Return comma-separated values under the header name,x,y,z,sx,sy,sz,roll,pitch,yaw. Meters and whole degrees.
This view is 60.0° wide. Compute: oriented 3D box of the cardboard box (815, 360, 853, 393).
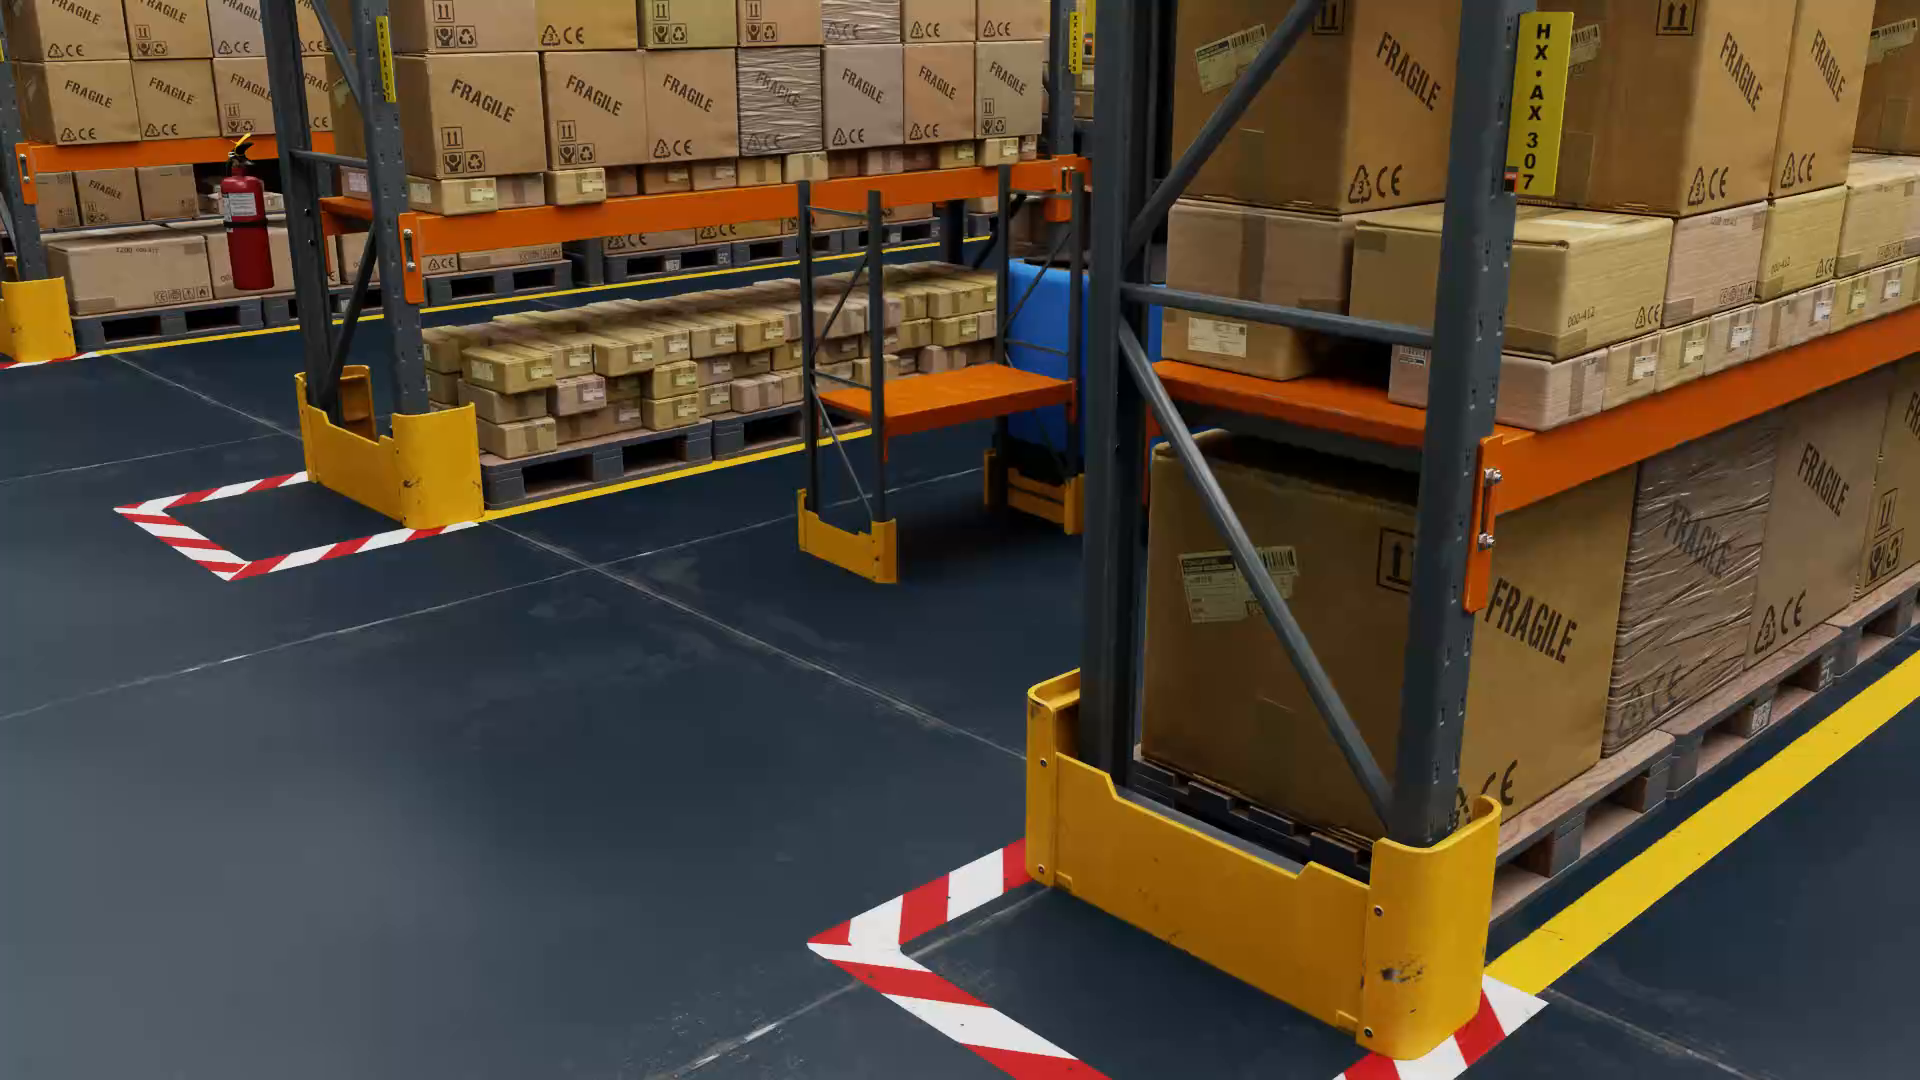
name,x,y,z,sx,sy,sz,roll,pitch,yaw
cardboard box,-0.779,-0.883,8.787,0.250,0.149,0.380,-16,24,-40

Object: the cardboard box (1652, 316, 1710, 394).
name,x,y,z,sx,sy,sz,roll,pitch,yaw
cardboard box,1.543,-0.469,3.975,0.250,0.149,0.380,-17,25,-42

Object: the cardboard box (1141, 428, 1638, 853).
name,x,y,z,sx,sy,sz,roll,pitch,yaw
cardboard box,1.097,0.179,4.332,0.875,0.875,0.875,-16,24,-41

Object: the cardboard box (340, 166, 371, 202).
name,x,y,z,sx,sy,sz,roll,pitch,yaw
cardboard box,-2.604,-1.624,7.537,0.250,0.149,0.380,-16,24,-41

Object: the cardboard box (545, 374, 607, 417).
name,x,y,z,sx,sy,sz,roll,pitch,yaw
cardboard box,-1.852,-0.695,7.724,0.250,0.149,0.380,-16,24,-41

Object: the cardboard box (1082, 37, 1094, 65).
name,x,y,z,sx,sy,sz,roll,pitch,yaw
cardboard box,0.862,-2.802,9.526,0.250,0.149,0.380,-15,23,-38

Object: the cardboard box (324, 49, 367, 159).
name,x,y,z,sx,sy,sz,roll,pitch,yaw
cardboard box,-2.497,-1.953,7.501,0.500,0.500,0.500,-16,24,-40

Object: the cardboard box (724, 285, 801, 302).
name,x,y,z,sx,sy,sz,roll,pitch,yaw
cardboard box,-1.080,-1.277,9.036,0.380,0.149,0.250,17,24,42

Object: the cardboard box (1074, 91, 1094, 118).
name,x,y,z,sx,sy,sz,roll,pitch,yaw
cardboard box,0.862,-2.519,9.618,0.380,0.149,0.250,16,24,41

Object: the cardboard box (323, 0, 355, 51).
name,x,y,z,sx,sy,sz,roll,pitch,yaw
cardboard box,-2.486,-2.429,7.346,0.500,0.500,0.500,-17,24,-42

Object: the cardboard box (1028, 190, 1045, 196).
name,x,y,z,sx,sy,sz,roll,pitch,yaw
cardboard box,0.639,-3.620,16.865,0.625,0.372,0.950,-17,24,-42

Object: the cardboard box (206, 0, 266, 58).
name,x,y,z,sx,sy,sz,roll,pitch,yaw
cardboard box,-4.838,-3.482,11.077,0.500,0.500,0.500,-16,24,-41

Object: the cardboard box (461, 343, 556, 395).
name,x,y,z,sx,sy,sz,roll,pitch,yaw
cardboard box,-2.033,-0.773,7.481,0.380,0.149,0.250,17,24,41

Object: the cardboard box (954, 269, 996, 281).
name,x,y,z,sx,sy,sz,roll,pitch,yaw
cardboard box,0.180,-1.452,9.575,0.250,0.149,0.380,-15,23,-39

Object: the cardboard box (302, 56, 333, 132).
name,x,y,z,sx,sy,sz,roll,pitch,yaw
cardboard box,-4.493,-3.111,11.554,0.500,0.500,0.500,-15,23,-39

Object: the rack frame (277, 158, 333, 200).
name,x,y,z,sx,sy,sz,roll,pitch,yaw
rack frame,-6.628,-4.658,16.488,0.127,3.000,1.000,-16,24,-41

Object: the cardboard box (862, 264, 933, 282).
name,x,y,z,sx,sy,sz,roll,pitch,yaw
cardboard box,-0.374,-1.514,9.767,0.250,0.149,0.380,-15,23,-38

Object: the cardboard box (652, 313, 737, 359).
name,x,y,z,sx,sy,sz,roll,pitch,yaw
cardboard box,-1.313,-1.010,8.215,0.250,0.149,0.380,-15,23,-39

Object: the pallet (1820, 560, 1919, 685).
name,x,y,z,sx,sy,sz,roll,pitch,yaw
pallet,2.987,0.144,6.197,1.213,0.211,1.003,-16,24,-41

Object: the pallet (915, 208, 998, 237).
name,x,y,z,sx,sy,sz,roll,pitch,yaw
pallet,0.260,-3.233,16.614,1.213,0.211,1.003,-16,24,-41

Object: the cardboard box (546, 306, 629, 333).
name,x,y,z,sx,sy,sz,roll,pitch,yaw
cardboard box,-1.882,-1.071,8.402,0.380,0.149,0.250,17,24,42

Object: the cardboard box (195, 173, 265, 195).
name,x,y,z,sx,sy,sz,roll,pitch,yaw
cardboard box,-7.270,-3.492,16.570,0.500,0.311,0.500,-15,23,-39

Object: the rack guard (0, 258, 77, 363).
name,x,y,z,sx,sy,sz,roll,pitch,yaw
rack guard,-6.139,-1.505,10.815,0.348,0.500,1.175,-16,24,-41

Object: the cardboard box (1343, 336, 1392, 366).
name,x,y,z,sx,sy,sz,roll,pitch,yaw
cardboard box,0.907,-0.563,4.266,0.250,0.149,0.380,-16,24,-40

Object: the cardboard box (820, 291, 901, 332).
name,x,y,z,sx,sy,sz,roll,pitch,yaw
cardboard box,-0.530,-1.219,8.857,0.380,0.149,0.250,16,24,41

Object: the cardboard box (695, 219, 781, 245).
name,x,y,z,sx,sy,sz,roll,pitch,yaw
cardboard box,-2.168,-3.078,14.379,0.875,0.875,0.875,-15,23,-39

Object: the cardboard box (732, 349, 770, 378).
name,x,y,z,sx,sy,sz,roll,pitch,yaw
cardboard box,-1.178,-0.941,8.483,0.250,0.149,0.380,-15,23,-38

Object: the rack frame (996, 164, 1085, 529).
name,x,y,z,sx,sy,sz,roll,pitch,yaw
rack frame,0.331,-0.813,7.061,0.032,1.500,0.500,-14,23,-37

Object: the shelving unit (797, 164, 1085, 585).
name,x,y,z,sx,sy,sz,roll,pitch,yaw
shelving unit,-0.070,-0.712,6.749,1.083,1.500,0.587,-14,23,-37

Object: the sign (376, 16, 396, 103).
name,x,y,z,sx,sy,sz,roll,pitch,yaw
sign,-2.274,-1.901,6.582,0.005,0.325,0.100,-16,24,-41

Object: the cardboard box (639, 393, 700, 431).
name,x,y,z,sx,sy,sz,roll,pitch,yaw
cardboard box,-1.476,-0.652,8.072,0.250,0.149,0.380,-16,24,-40

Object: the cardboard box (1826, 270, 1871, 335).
name,x,y,z,sx,sy,sz,roll,pitch,yaw
cardboard box,2.289,-0.686,4.645,0.250,0.149,0.380,-17,25,-42

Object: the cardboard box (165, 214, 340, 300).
name,x,y,z,sx,sy,sz,roll,pitch,yaw
cardboard box,-5.051,-2.038,11.880,0.875,0.438,0.875,-15,24,-39

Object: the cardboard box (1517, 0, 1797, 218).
name,x,y,z,sx,sy,sz,roll,pitch,yaw
cardboard box,1.585,-1.052,3.911,0.500,0.500,0.500,-17,25,-42

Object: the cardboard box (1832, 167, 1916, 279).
name,x,y,z,sx,sy,sz,roll,pitch,yaw
cardboard box,2.338,-0.919,4.715,0.500,0.250,0.500,-17,24,-42

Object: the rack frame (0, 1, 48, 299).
name,x,y,z,sx,sy,sz,roll,pitch,yaw
rack frame,-6.121,-2.699,10.446,0.127,3.000,1.000,-16,24,-41

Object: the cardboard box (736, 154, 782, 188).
name,x,y,z,sx,sy,sz,roll,pitch,yaw
cardboard box,-1.088,-1.829,8.169,0.250,0.149,0.380,-15,23,-39

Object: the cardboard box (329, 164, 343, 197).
name,x,y,z,sx,sy,sz,roll,pitch,yaw
cardboard box,-6.122,-3.721,16.970,0.500,0.500,0.500,-15,23,-38

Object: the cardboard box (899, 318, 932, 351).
name,x,y,z,sx,sy,sz,roll,pitch,yaw
cardboard box,-0.371,-1.154,9.139,0.250,0.149,0.380,-16,24,-40

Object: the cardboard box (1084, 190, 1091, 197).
name,x,y,z,sx,sy,sz,roll,pitch,yaw
cardboard box,1.009,-2.147,10.898,0.500,0.250,0.500,-15,23,-38

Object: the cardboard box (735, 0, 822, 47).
name,x,y,z,sx,sy,sz,roll,pitch,yaw
cardboard box,-1.015,-2.634,7.979,0.500,0.500,0.500,17,25,42

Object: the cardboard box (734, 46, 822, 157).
name,x,y,z,sx,sy,sz,roll,pitch,yaw
cardboard box,-1.029,-2.163,8.148,0.500,0.500,0.500,-17,25,-42

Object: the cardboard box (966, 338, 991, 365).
name,x,y,z,sx,sy,sz,roll,pitch,yaw
cardboard box,-0.038,-1.107,9.476,0.250,0.149,0.380,-15,23,-39

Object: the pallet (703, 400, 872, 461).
name,x,y,z,sx,sy,sz,roll,pitch,yaw
pallet,-1.091,-0.722,8.870,1.213,0.211,1.003,-16,24,-41

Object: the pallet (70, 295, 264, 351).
name,x,y,z,sx,sy,sz,roll,pitch,yaw
pallet,-5.594,-1.559,11.452,1.213,0.211,1.003,-16,24,-41

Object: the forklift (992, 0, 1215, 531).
name,x,y,z,sx,sy,sz,roll,pitch,yaw
forklift,1.616,-1.763,7.671,3.031,2.935,1.130,-14,22,-36

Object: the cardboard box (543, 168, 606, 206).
name,x,y,z,sx,sy,sz,roll,pitch,yaw
cardboard box,-1.798,-1.595,7.448,0.380,0.149,0.250,17,25,42

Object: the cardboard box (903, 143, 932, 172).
name,x,y,z,sx,sy,sz,roll,pitch,yaw
cardboard box,-0.369,-2.065,8.897,0.380,0.149,0.250,17,25,42

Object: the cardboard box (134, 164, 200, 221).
name,x,y,z,sx,sy,sz,roll,pitch,yaw
cardboard box,-7.623,-3.322,15.739,0.700,0.500,0.500,17,24,42

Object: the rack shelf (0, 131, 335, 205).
name,x,y,z,sx,sy,sz,roll,pitch,yaw
rack shelf,-4.668,-2.781,11.864,4.000,0.370,1.077,-16,24,-41
